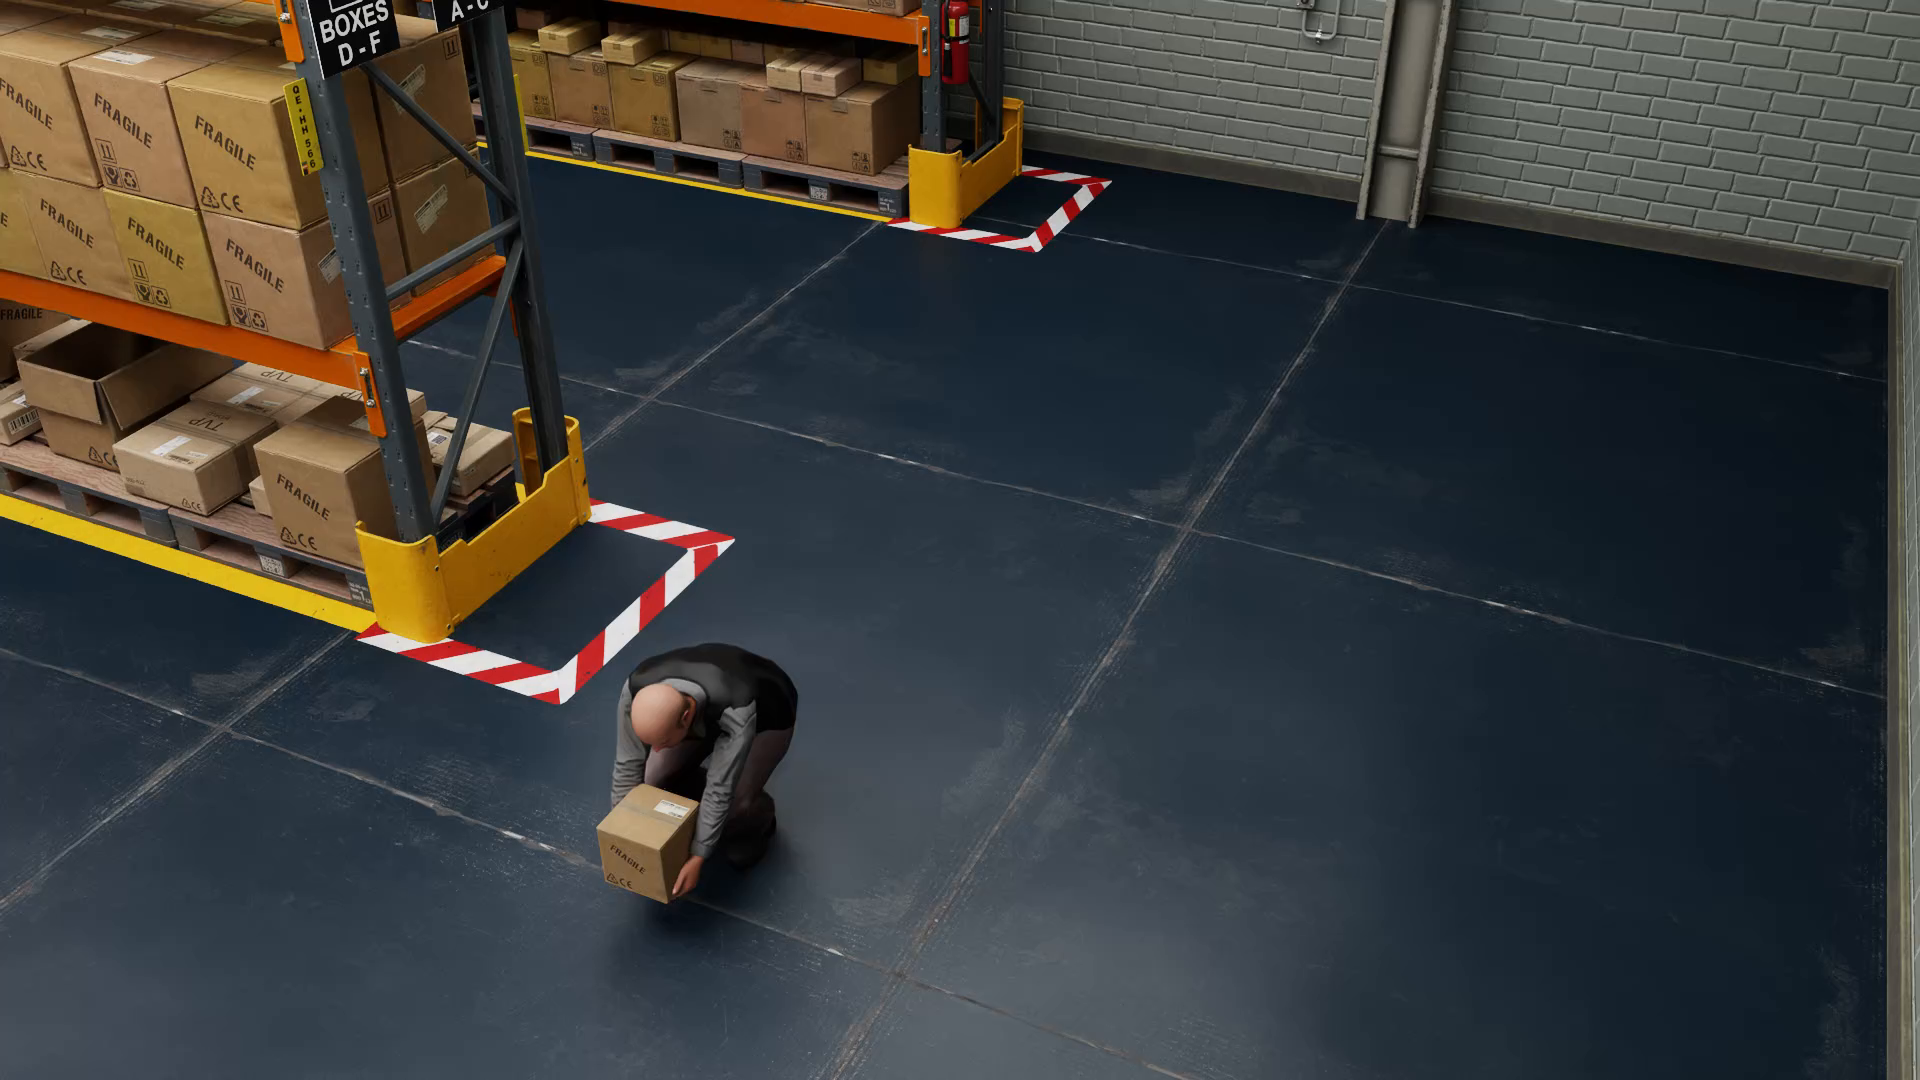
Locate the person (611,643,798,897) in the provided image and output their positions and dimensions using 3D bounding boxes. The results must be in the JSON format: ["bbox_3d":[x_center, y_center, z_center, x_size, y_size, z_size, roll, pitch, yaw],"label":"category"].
[{"bbox_3d":[-0.890,0.723,5.764,0.517,0.970,0.879,14,36,20],"label":"person"}]
